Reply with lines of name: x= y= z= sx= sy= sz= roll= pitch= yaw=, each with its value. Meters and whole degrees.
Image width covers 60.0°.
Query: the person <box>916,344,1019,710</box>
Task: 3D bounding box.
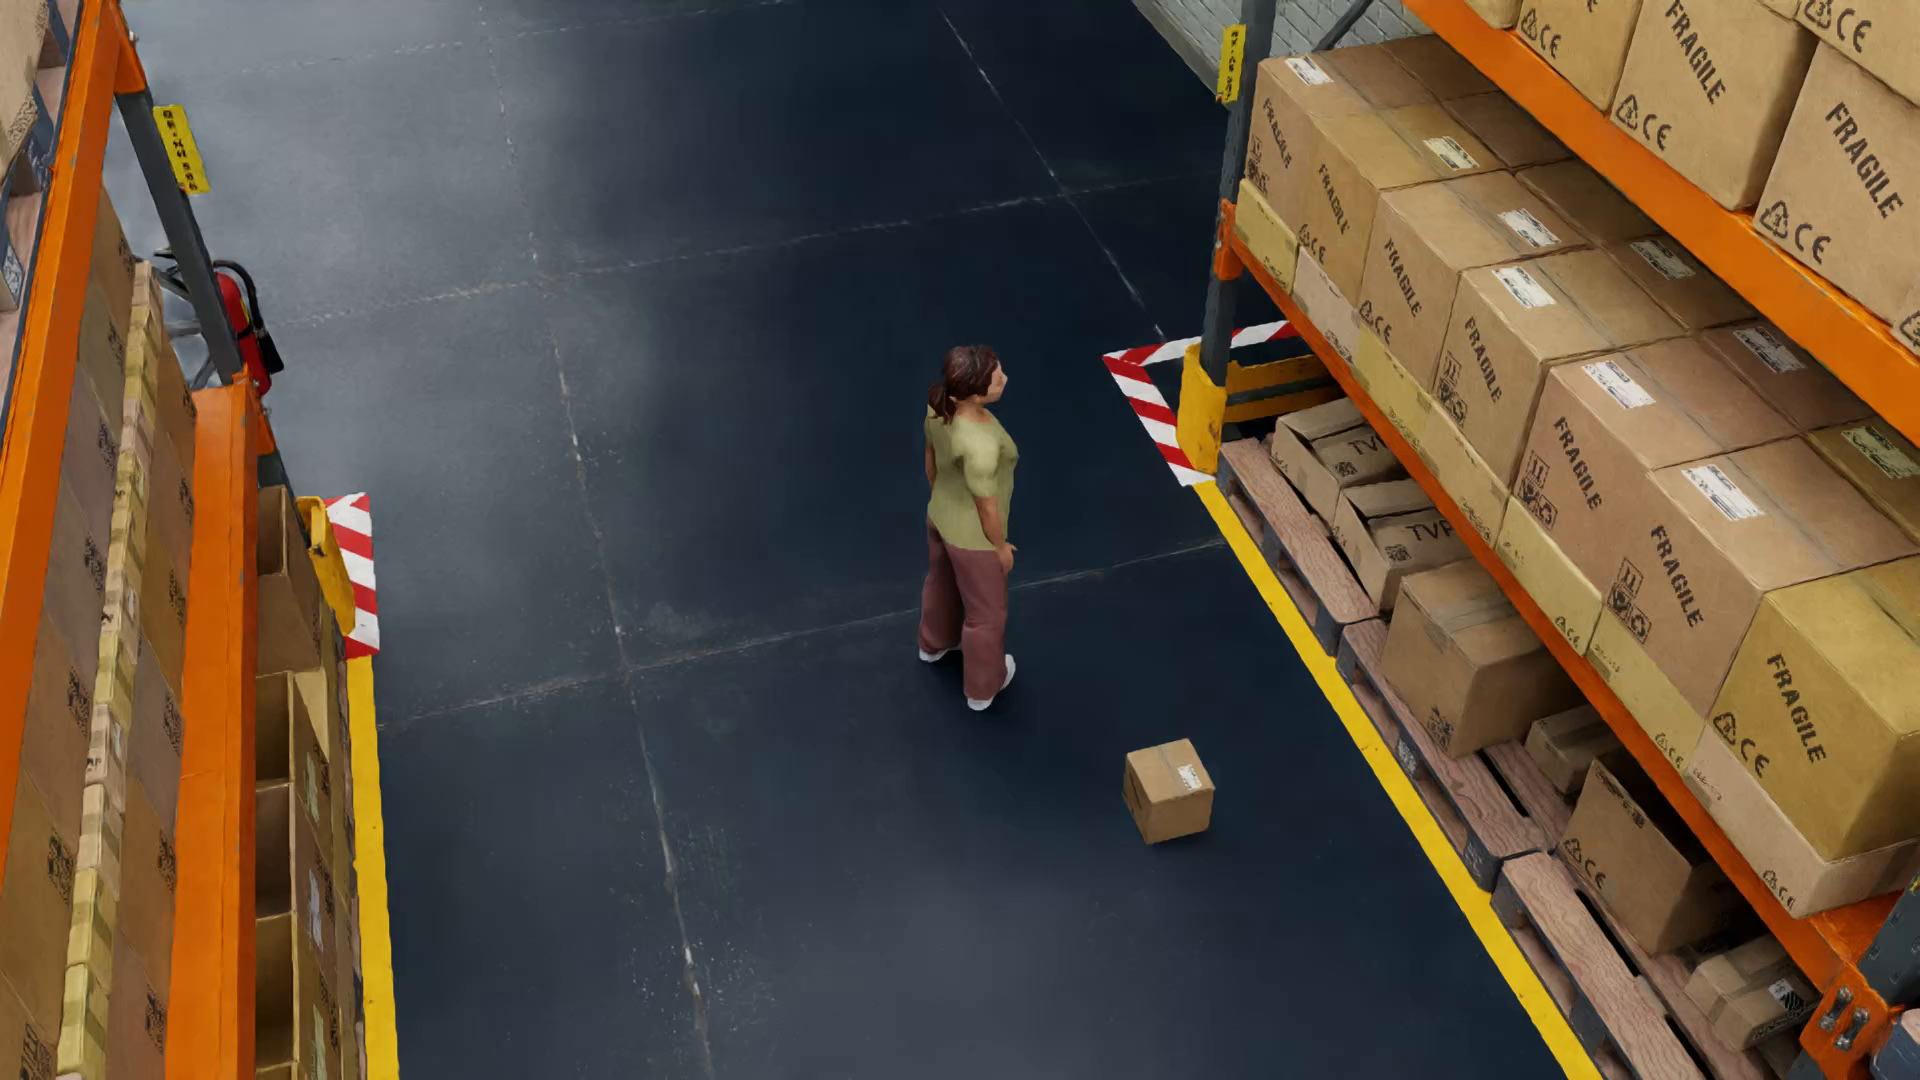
person: x=0.044 y=-0.063 z=6.214 sx=0.367 sy=1.669 sz=0.477 roll=-17 pitch=45 yaw=-18
